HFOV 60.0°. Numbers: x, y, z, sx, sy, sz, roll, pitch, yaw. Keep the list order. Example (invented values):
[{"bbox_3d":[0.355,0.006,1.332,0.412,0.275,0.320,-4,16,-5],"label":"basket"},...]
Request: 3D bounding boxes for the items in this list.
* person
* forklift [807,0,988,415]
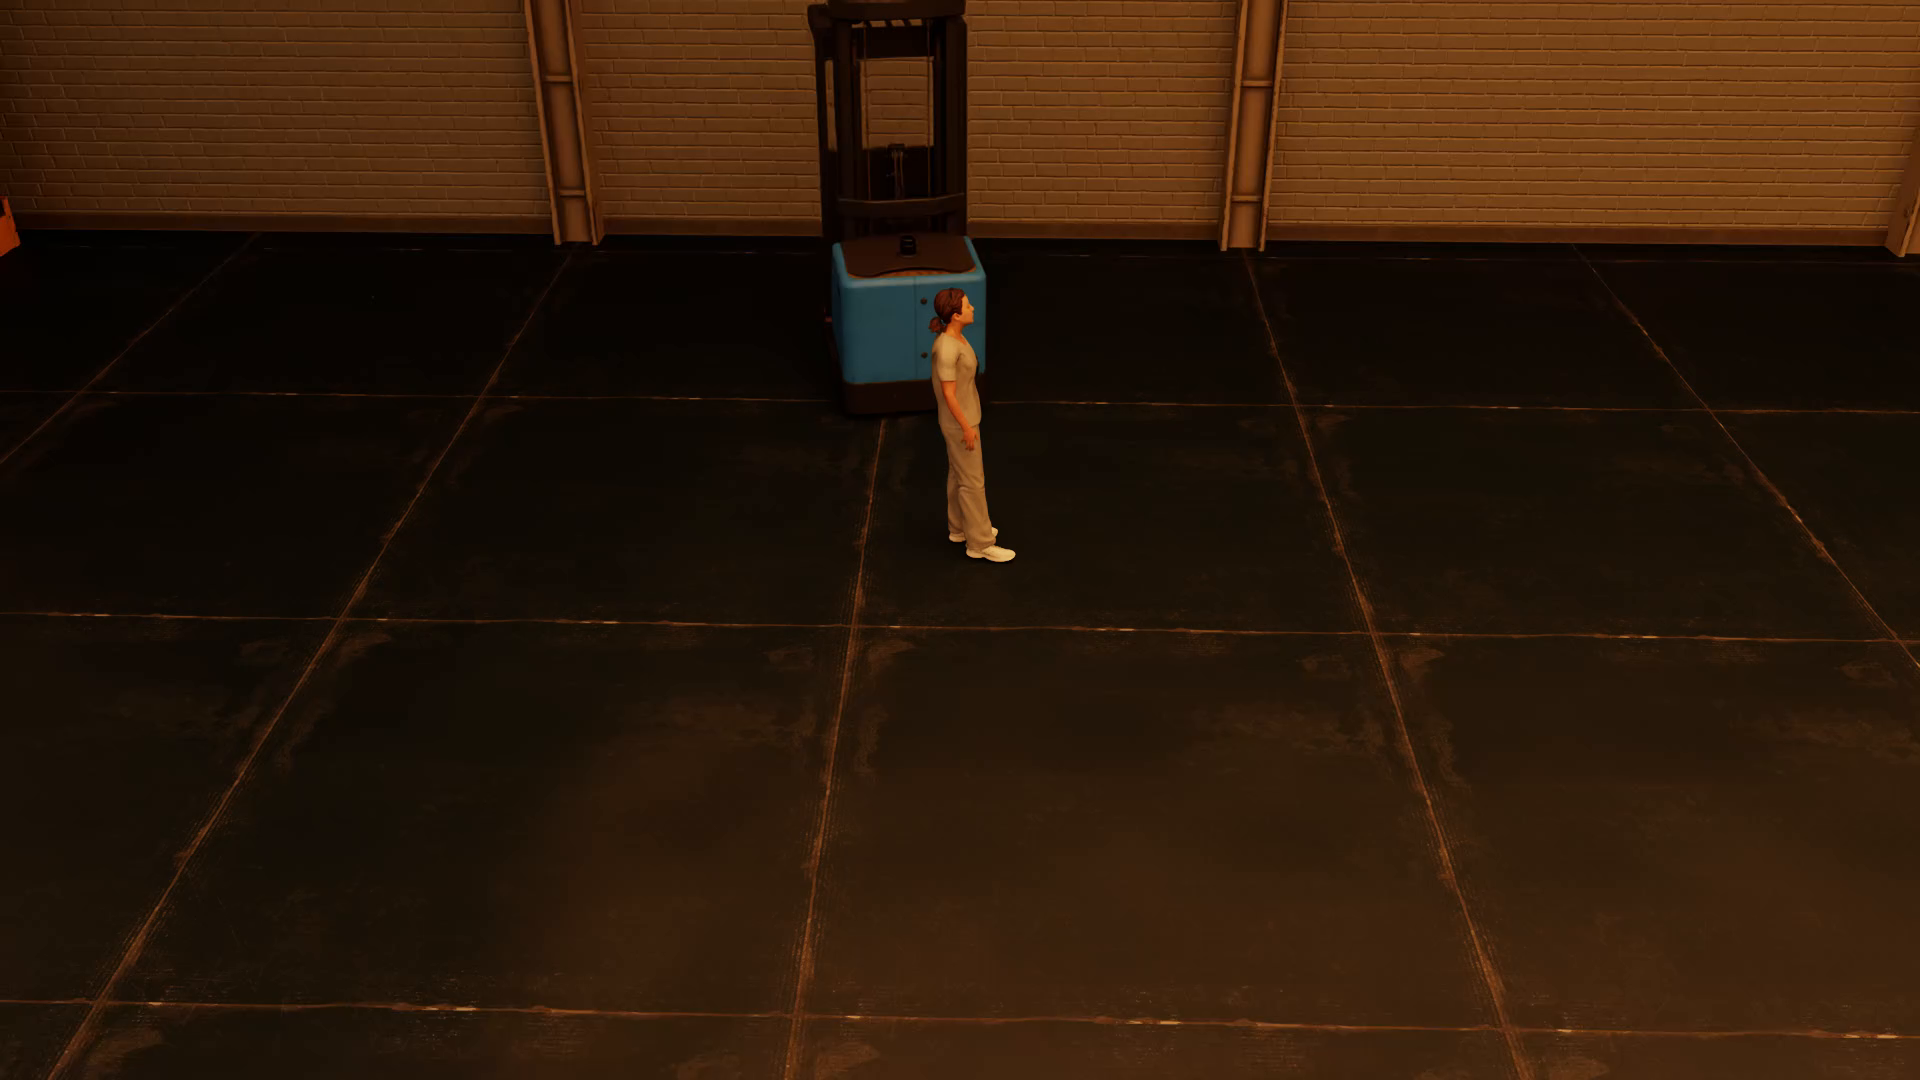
[{"bbox_3d":[0.082,-0.720,10.057,0.532,1.673,0.550,1,31,1],"label":"person"},{"bbox_3d":[-0.529,-2.888,12.512,1.130,2.935,3.031,-4,31,-7],"label":"forklift"}]
